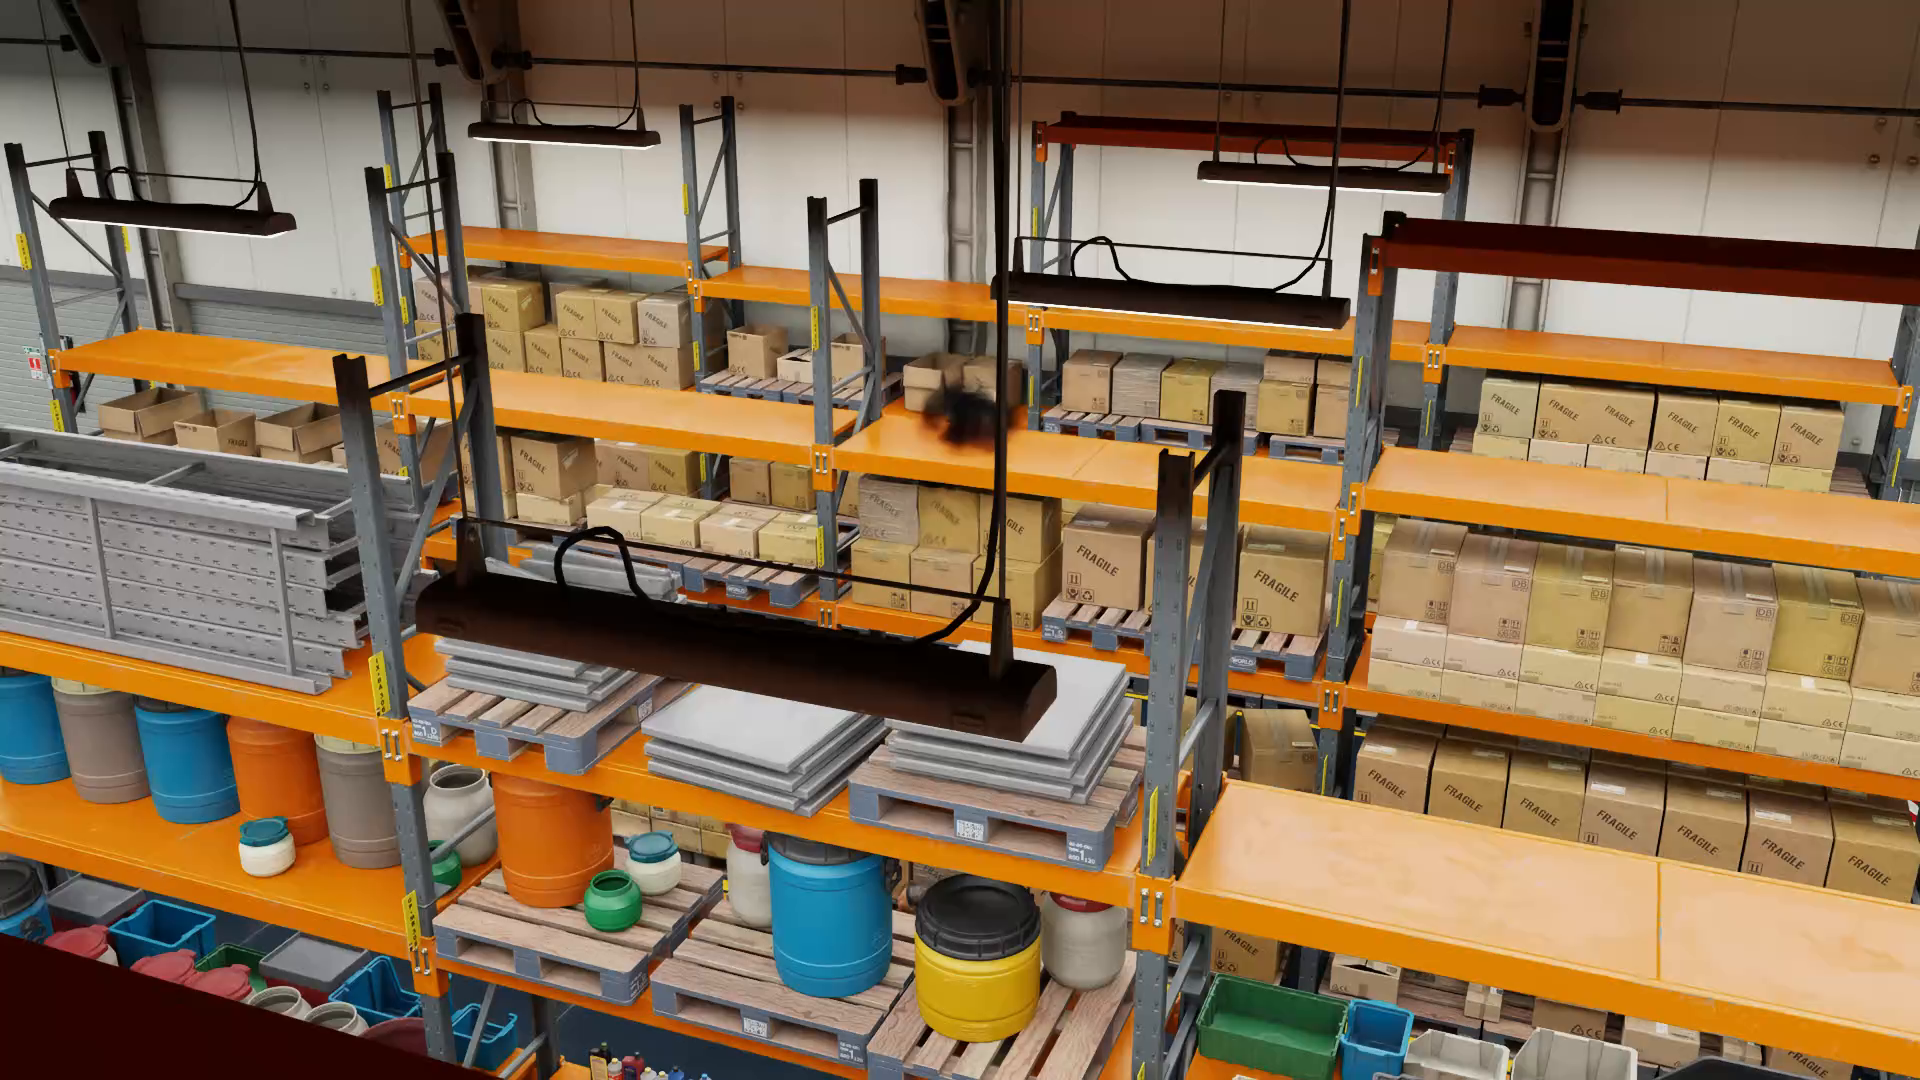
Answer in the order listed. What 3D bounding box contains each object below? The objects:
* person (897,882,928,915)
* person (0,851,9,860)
[{"bbox_3d":[-0.210,3.093,11.309,0.844,1.742,0.575,6,22,15],"label":"person"},{"bbox_3d":[-7.998,2.422,13.790,0.750,1.628,0.524,13,25,31],"label":"person"}]
